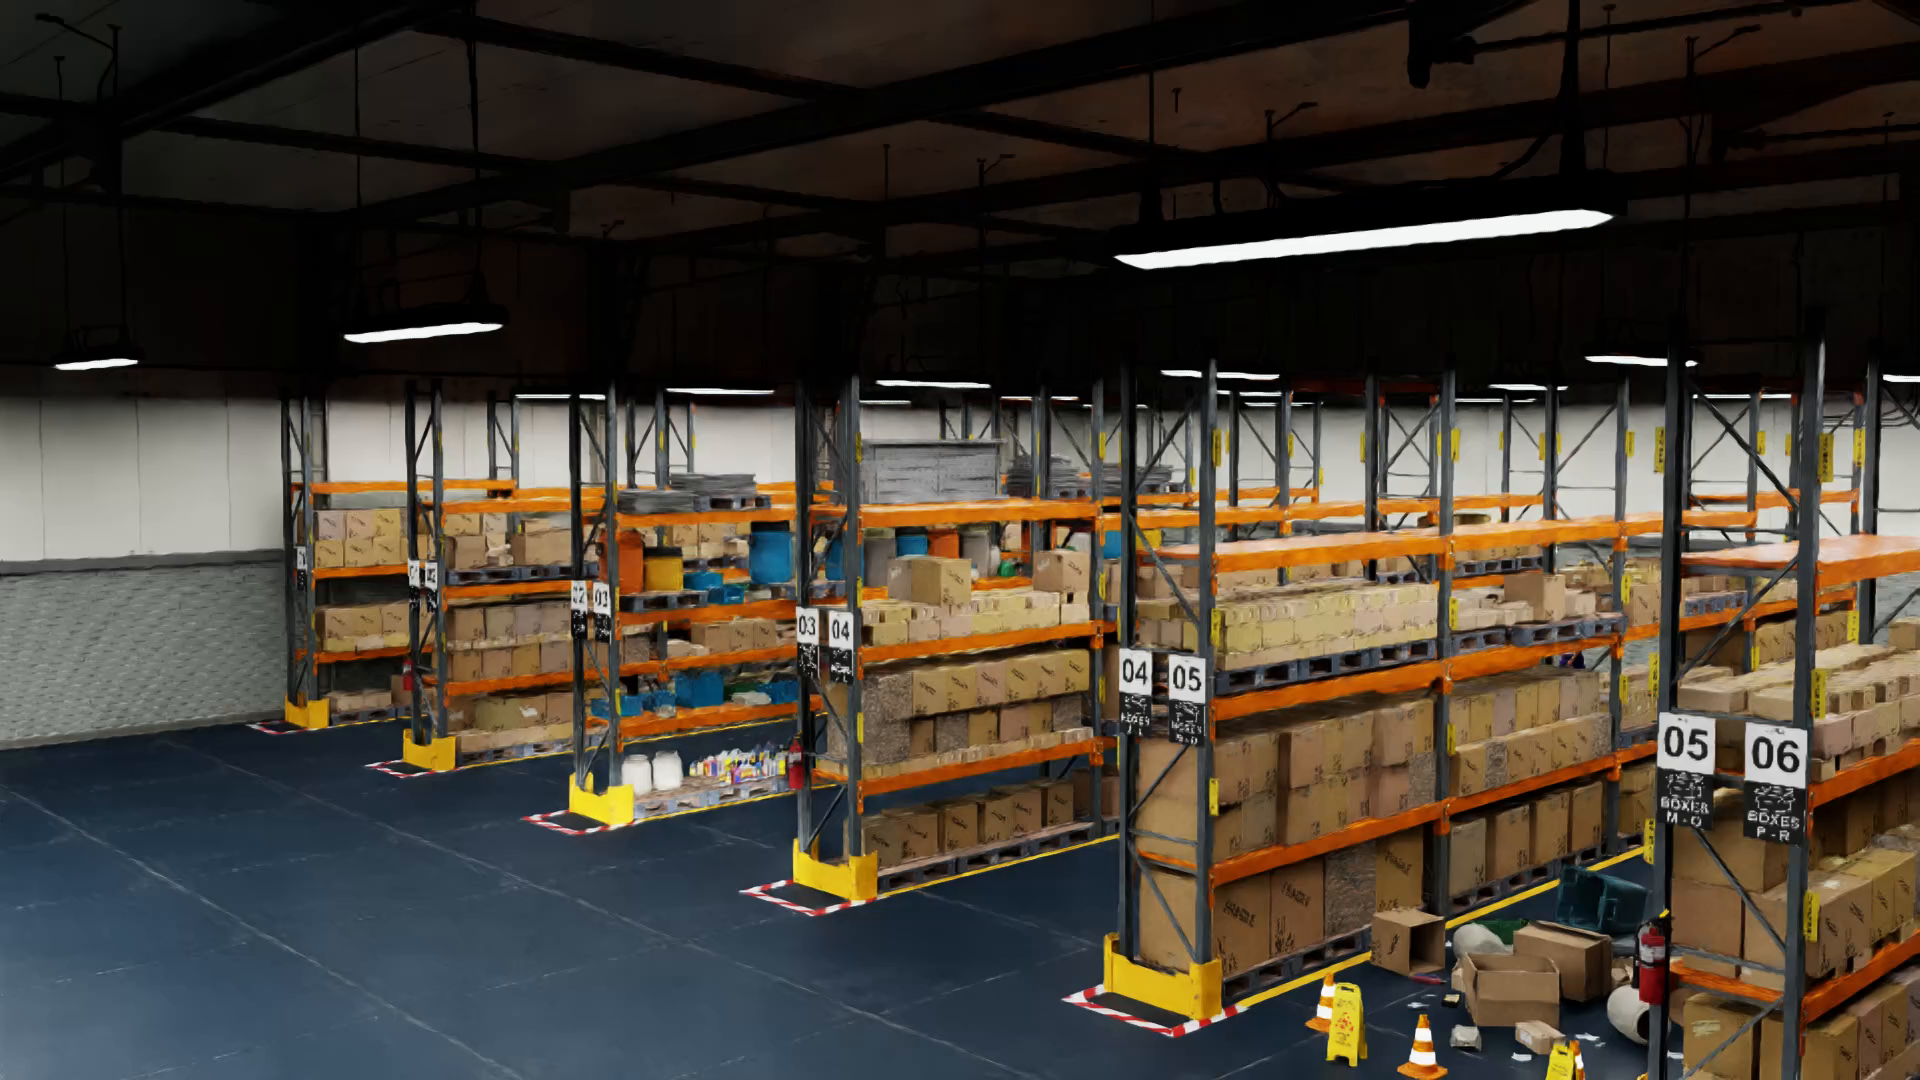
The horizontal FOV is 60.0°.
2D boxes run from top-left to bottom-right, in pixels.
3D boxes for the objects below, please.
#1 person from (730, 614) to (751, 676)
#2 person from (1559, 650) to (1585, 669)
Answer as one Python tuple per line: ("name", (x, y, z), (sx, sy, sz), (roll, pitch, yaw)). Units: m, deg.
("person", (-4.335, 2.149, 33.222), (0.476, 1.767, 0.626), (1, 4, 20))
("person", (11.819, 2.311, 32.151), (0.994, 1.564, 0.479), (-2, 4, -34))
